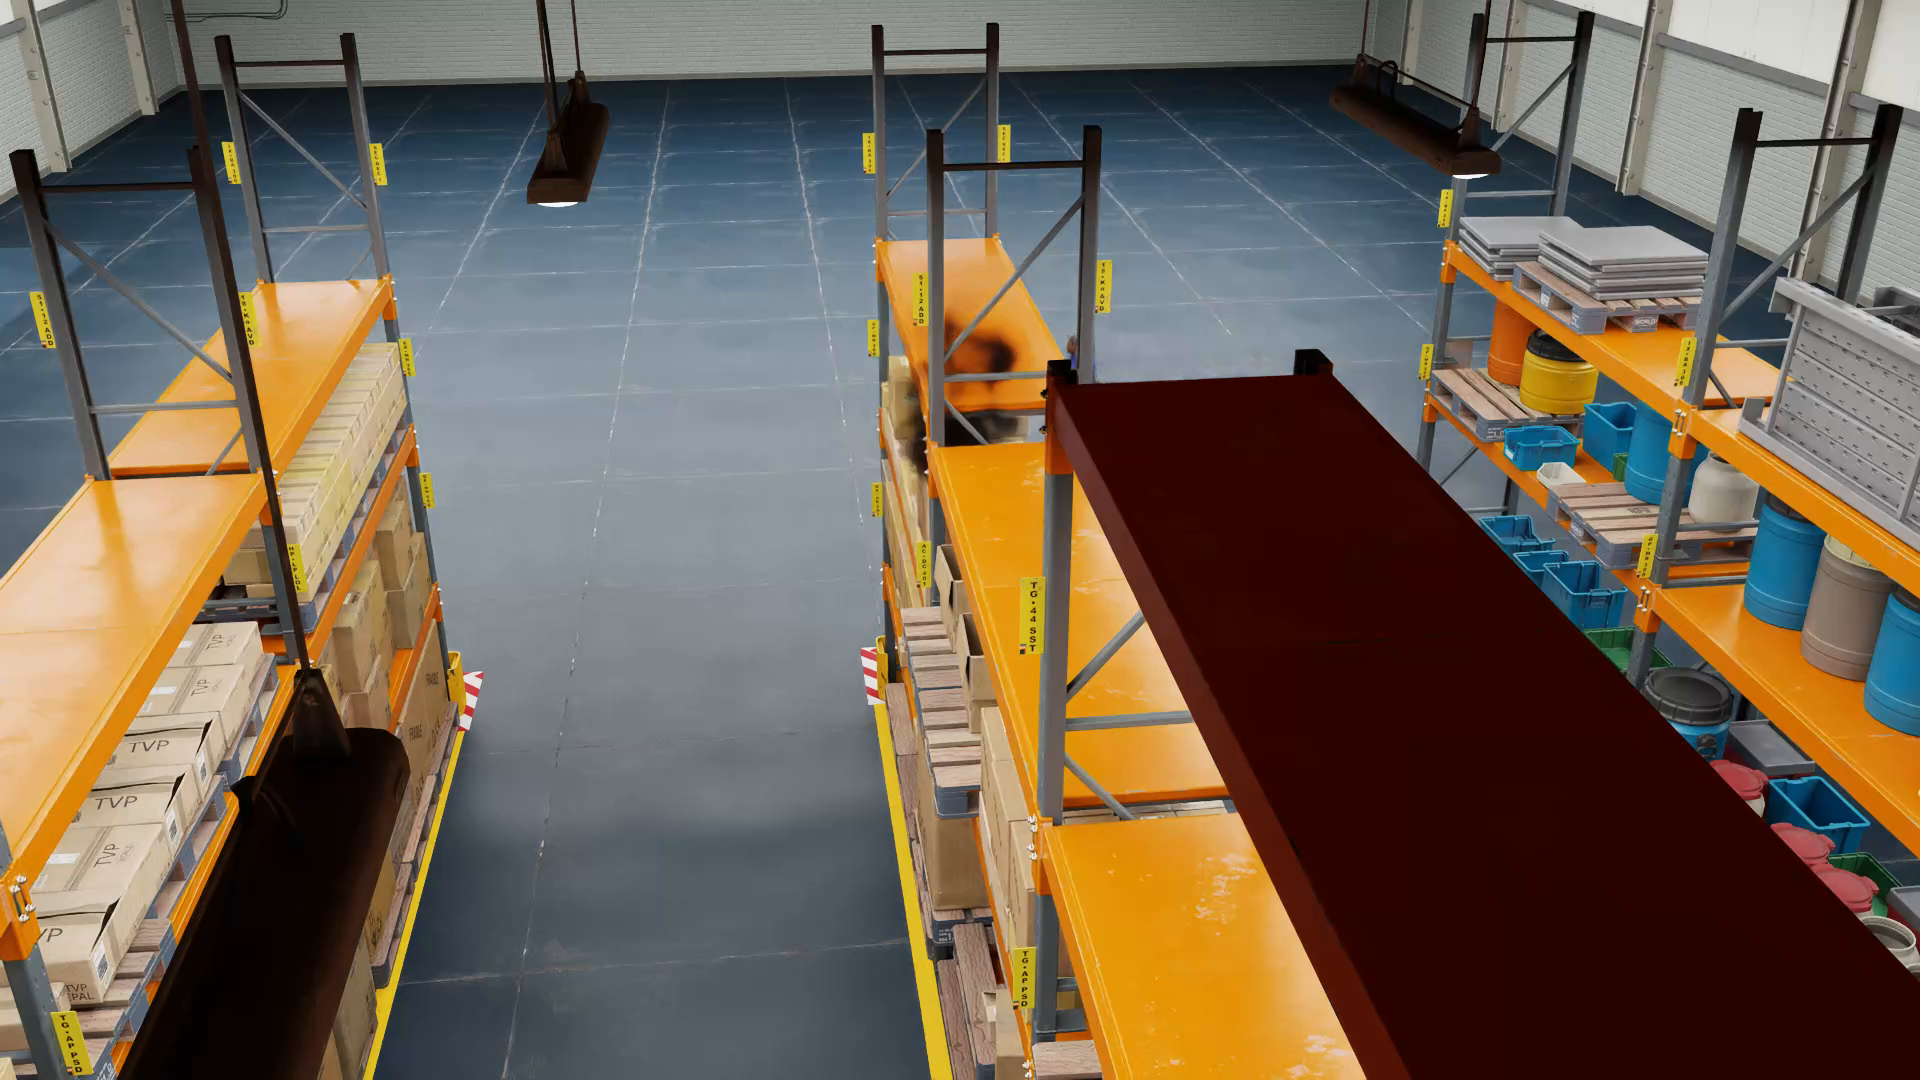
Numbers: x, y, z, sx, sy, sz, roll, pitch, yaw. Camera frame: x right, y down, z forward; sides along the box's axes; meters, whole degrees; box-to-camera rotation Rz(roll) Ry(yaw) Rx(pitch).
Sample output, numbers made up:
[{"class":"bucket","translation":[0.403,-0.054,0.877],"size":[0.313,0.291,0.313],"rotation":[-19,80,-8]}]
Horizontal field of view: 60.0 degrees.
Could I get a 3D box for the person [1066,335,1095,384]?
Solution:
[{"class":"person","translation":[1.461,-1.668,20.068],"size":[0.899,1.675,0.539],"rotation":[7,26,13]}]
